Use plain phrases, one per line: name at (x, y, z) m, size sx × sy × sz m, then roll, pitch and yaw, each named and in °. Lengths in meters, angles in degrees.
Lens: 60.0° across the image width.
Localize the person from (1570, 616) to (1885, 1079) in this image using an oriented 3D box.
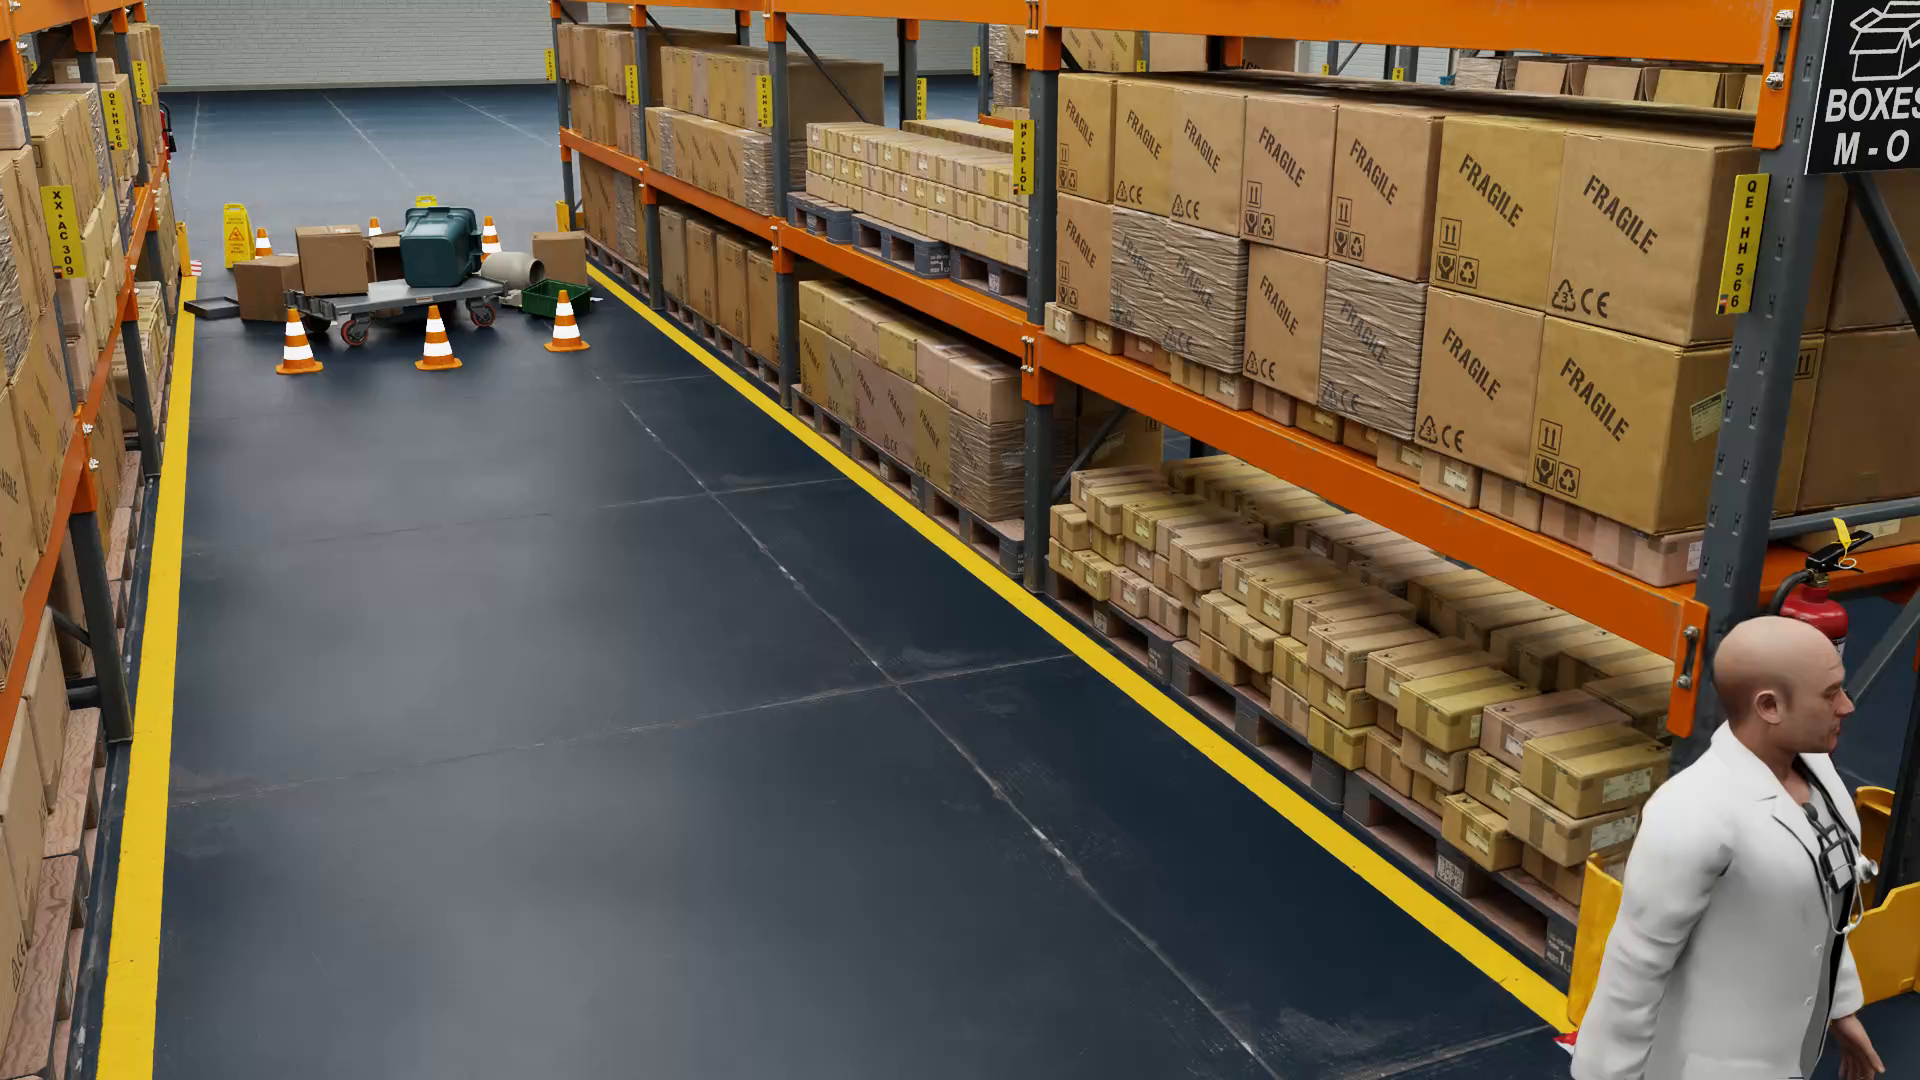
person at (1.517, 0.982, 3.159) m, size 1.060 × 1.732 × 0.626 m, roll 17°, pitch 25°, yaw 41°
